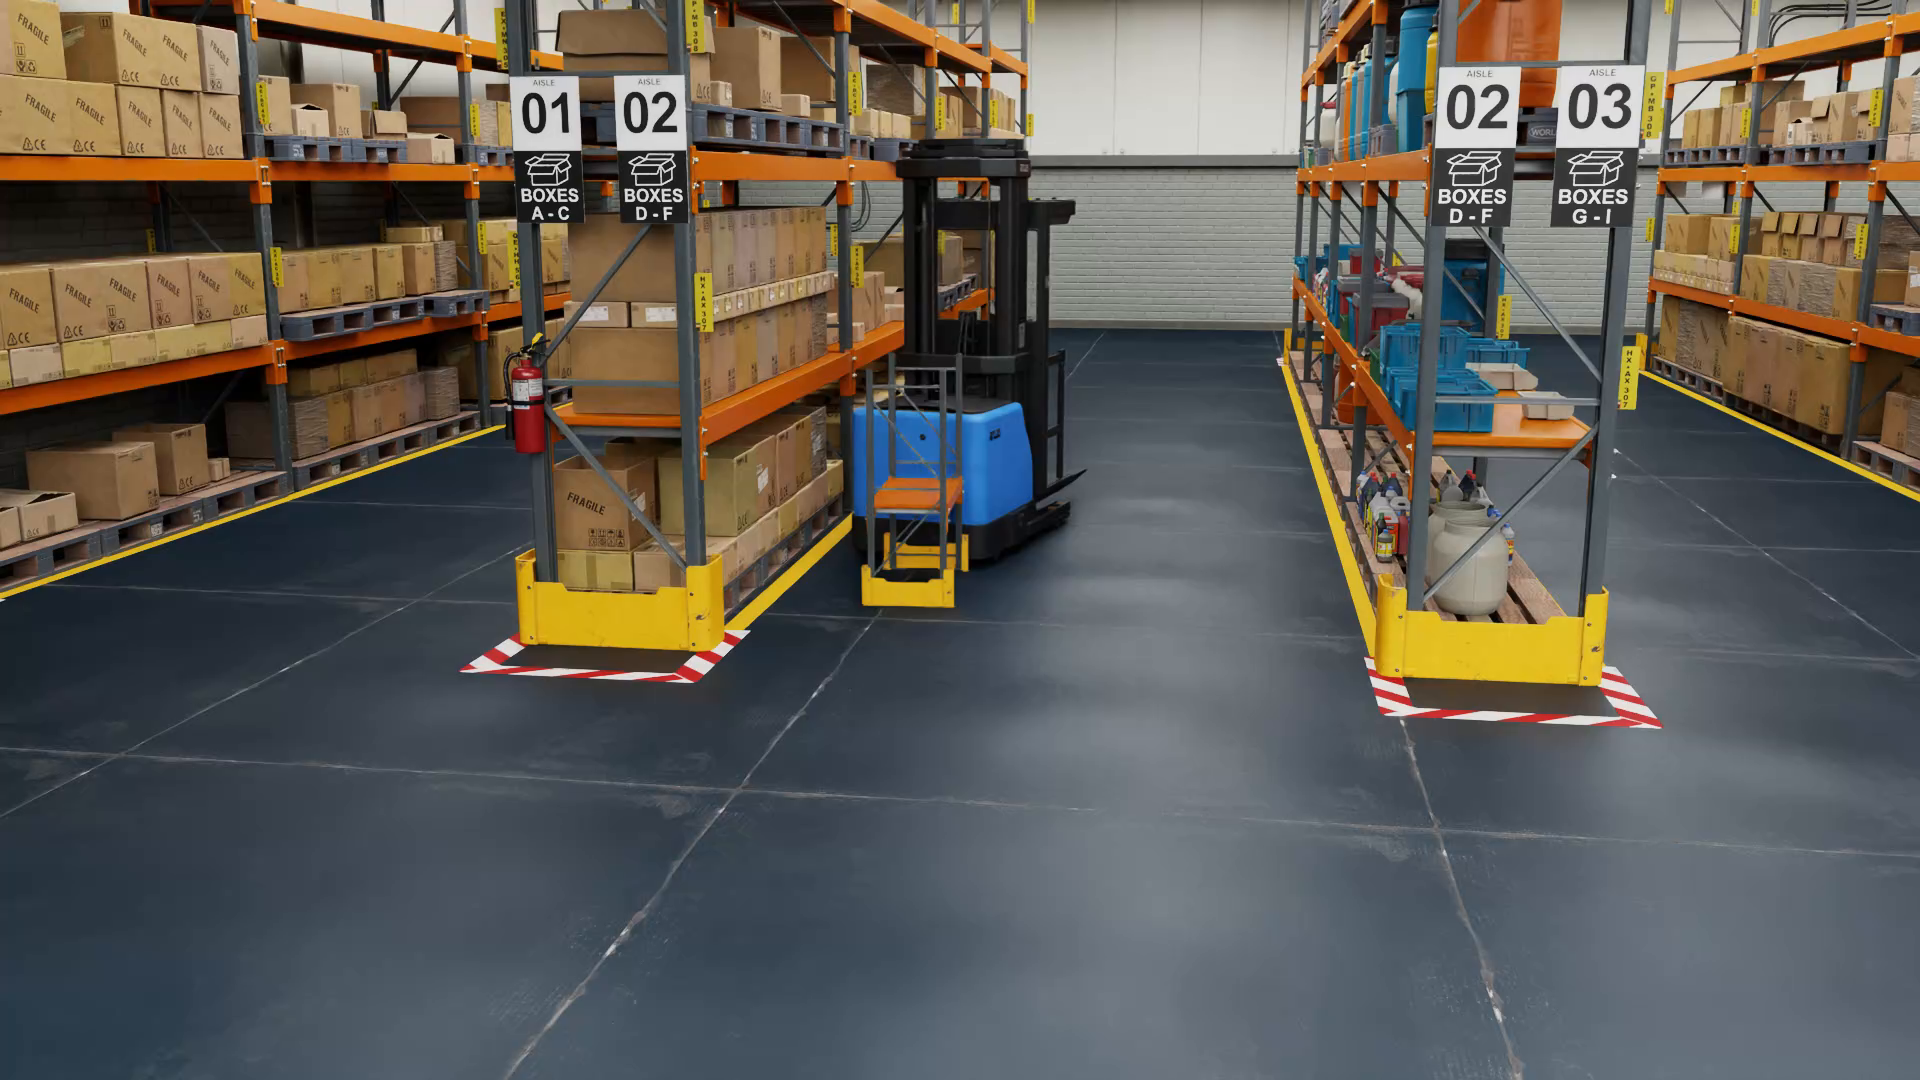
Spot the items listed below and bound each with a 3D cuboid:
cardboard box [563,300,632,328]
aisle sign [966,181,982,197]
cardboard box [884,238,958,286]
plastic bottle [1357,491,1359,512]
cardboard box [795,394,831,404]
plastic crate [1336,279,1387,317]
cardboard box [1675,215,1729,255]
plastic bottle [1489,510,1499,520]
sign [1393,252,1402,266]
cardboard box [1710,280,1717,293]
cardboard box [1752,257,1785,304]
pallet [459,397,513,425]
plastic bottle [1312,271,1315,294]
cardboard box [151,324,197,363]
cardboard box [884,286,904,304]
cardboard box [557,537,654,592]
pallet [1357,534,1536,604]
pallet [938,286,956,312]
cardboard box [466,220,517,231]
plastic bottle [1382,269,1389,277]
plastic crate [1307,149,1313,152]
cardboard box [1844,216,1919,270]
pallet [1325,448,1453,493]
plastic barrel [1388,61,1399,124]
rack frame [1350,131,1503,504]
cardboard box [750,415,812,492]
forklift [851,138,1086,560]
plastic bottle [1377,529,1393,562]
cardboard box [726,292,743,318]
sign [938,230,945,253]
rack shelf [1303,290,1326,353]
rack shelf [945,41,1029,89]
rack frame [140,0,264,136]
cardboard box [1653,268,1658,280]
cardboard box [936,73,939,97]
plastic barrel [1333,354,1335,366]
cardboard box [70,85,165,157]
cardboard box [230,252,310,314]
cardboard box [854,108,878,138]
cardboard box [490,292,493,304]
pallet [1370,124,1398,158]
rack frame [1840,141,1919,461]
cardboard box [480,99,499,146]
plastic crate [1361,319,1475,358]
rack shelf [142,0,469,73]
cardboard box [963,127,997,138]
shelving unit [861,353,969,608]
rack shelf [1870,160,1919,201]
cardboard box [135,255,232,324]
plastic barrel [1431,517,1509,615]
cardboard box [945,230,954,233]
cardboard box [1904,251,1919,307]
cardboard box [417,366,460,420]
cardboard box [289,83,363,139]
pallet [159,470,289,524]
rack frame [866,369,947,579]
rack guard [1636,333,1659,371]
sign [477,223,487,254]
[{"bbox_3d":[-2.107,-1.336,9.796,0.380,0.149,0.250,2,12,8],"label":"cardboard box"},{"bbox_3d":[0.203,-5.510,24.768,0.394,0.787,0.004,2,12,9],"label":"aisle sign"},{"bbox_3d":[-0.433,-3.123,18.629,0.700,0.500,0.500,4,13,19],"label":"cardboard box"},{"bbox_3d":[3.018,-0.308,12.402,0.097,0.201,0.097,0,12,0],"label":"plastic bottle"},{"bbox_3d":[-1.431,-1.158,14.946,0.500,0.311,0.500,2,12,8],"label":"cardboard box"},{"bbox_3d":[3.596,-2.093,14.934,0.402,0.464,0.583,2,12,9],"label":"plastic crate"},{"bbox_3d":[9.780,-4.029,21.937,0.500,0.500,0.500,2,12,7],"label":"cardboard box"},{"bbox_3d":[3.571,-0.064,11.102,0.097,0.271,0.097,0,12,0],"label":"plastic bottle"},{"bbox_3d":[5.305,-3.338,20.206,0.100,0.325,0.005,2,12,9],"label":"sign"},{"bbox_3d":[9.458,-3.119,20.442,0.380,0.149,0.250,2,12,8],"label":"cardboard box"},{"bbox_3d":[9.261,-2.917,18.672,0.500,0.500,0.500,2,12,9],"label":"cardboard box"},{"bbox_3d":[-5.447,-1.508,18.989,1.003,0.211,1.213,2,12,9],"label":"pallet"},{"bbox_3d":[4.284,-3.102,20.042,0.061,0.283,0.133,2,12,9],"label":"plastic bottle"},{"bbox_3d":[-6.178,-1.496,12.624,0.500,0.250,0.500,2,12,8],"label":"cardboard box"},{"bbox_3d":[-0.846,-2.432,16.869,0.500,0.311,0.500,3,12,12],"label":"cardboard box"},{"bbox_3d":[-2.187,0.133,10.285,0.500,0.250,0.500,2,12,9],"label":"cardboard box"},{"bbox_3d":[3.202,0.201,11.062,1.003,0.211,1.213,2,12,9],"label":"pallet"},{"bbox_3d":[-0.712,-2.599,17.890,1.213,0.211,1.003,2,12,9],"label":"pallet"},{"bbox_3d":[-5.236,-3.478,18.741,0.500,0.250,0.500,2,12,8],"label":"cardboard box"},{"bbox_3d":[4.915,-2.957,19.209,0.144,0.351,0.185,2,12,9],"label":"plastic bottle"},{"bbox_3d":[4.586,-4.805,20.949,0.416,0.233,0.300,2,12,9],"label":"plastic crate"},{"bbox_3d":[9.169,-2.919,16.299,0.797,0.503,0.637,2,12,11],"label":"cardboard box"},{"bbox_3d":[3.799,-0.612,14.832,1.003,0.211,1.213,2,12,9],"label":"pallet"},{"bbox_3d":[3.271,-3.199,11.834,0.421,0.512,0.421,0,12,0],"label":"plastic barrel"},{"bbox_3d":[3.531,-1.556,12.592,1.000,3.000,0.127,2,12,9],"label":"rack frame"},{"bbox_3d":[-1.379,-0.633,12.061,0.500,0.500,0.500,2,12,9],"label":"cardboard box"},{"bbox_3d":[0.228,-1.558,12.764,1.130,2.935,3.031,5,13,21],"label":"forklift"},{"bbox_3d":[2.765,0.033,10.817,0.097,0.201,0.097,0,12,0],"label":"plastic bottle"},{"bbox_3d":[-1.586,-1.484,10.484,0.380,0.149,0.250,2,12,8],"label":"cardboard box"},{"bbox_3d":[-0.198,-3.098,17.002,0.100,0.325,0.005,2,12,9],"label":"sign"},{"bbox_3d":[4.454,-2.453,18.464,1.077,0.370,4.000,2,12,9],"label":"rack shelf"},{"bbox_3d":[0.175,-6.378,22.444,1.077,0.370,4.000,2,12,9],"label":"rack shelf"},{"bbox_3d":[-6.258,-4.809,13.450,1.000,3.000,0.127,2,12,9],"label":"rack frame"},{"bbox_3d":[9.890,-3.707,23.172,0.380,0.149,0.250,2,12,9],"label":"cardboard box"},{"bbox_3d":[-0.517,-4.857,18.178,0.500,0.500,0.500,2,12,9],"label":"cardboard box"},{"bbox_3d":[4.377,-1.835,18.799,0.421,0.512,0.421,0,12,0],"label":"plastic barrel"},{"bbox_3d":[-6.229,-3.067,12.201,0.500,0.500,0.500,1,12,6],"label":"cardboard box"},{"bbox_3d":[-6.146,-2.246,14.511,0.700,0.500,0.500,2,12,9],"label":"cardboard box"},{"bbox_3d":[-1.008,-3.711,14.834,0.500,0.250,0.500,1,12,4],"label":"cardboard box"},{"bbox_3d":[-5.363,-2.657,18.253,0.380,0.149,0.250,2,12,8],"label":"cardboard box"},{"bbox_3d":[3.517,-2.776,11.584,1.213,0.211,1.003,2,12,9],"label":"pallet"},{"bbox_3d":[9.040,-2.228,15.711,1.000,3.000,0.127,2,12,9],"label":"rack frame"},{"bbox_3d":[-5.595,-4.654,18.569,0.700,0.500,0.500,1,12,6],"label":"cardboard box"},{"bbox_3d":[3.325,-1.421,12.112,0.767,0.338,0.504,2,12,9],"label":"plastic crate"},{"bbox_3d":[-5.950,-4.679,15.499,1.077,0.370,4.000,2,12,9],"label":"rack shelf"},{"bbox_3d":[0.188,-5.113,21.147,0.500,0.250,0.500,2,12,9],"label":"cardboard box"},{"bbox_3d":[-0.283,-0.422,10.892,0.587,1.500,1.083,1,12,5],"label":"shelving unit"},{"bbox_3d":[8.733,-2.926,13.539,1.077,0.370,4.000,2,12,9],"label":"rack shelf"},{"bbox_3d":[-6.096,-1.967,13.030,0.500,0.500,0.500,2,12,8],"label":"cardboard box"},{"bbox_3d":[2.942,0.148,9.594,0.421,0.512,0.421,0,12,0],"label":"plastic barrel"},{"bbox_3d":[-0.310,-4.034,21.479,0.500,0.500,0.500,2,12,9],"label":"cardboard box"},{"bbox_3d":[8.997,-2.368,15.129,0.500,0.500,0.500,0,12,2],"label":"cardboard box"},{"bbox_3d":[-5.702,-1.551,17.459,0.700,0.500,0.500,2,12,9],"label":"cardboard box"},{"bbox_3d":[-5.905,-3.965,15.418,0.500,0.500,0.500,1,12,7],"label":"cardboard box"},{"bbox_3d":[-6.326,-0.373,13.721,1.003,0.211,1.213,2,12,9],"label":"pallet"},{"bbox_3d":[-0.332,-0.314,10.389,0.500,1.500,0.032,1,12,5],"label":"rack frame"},{"bbox_3d":[10.275,-2.676,23.725,1.175,0.500,0.348,2,12,9],"label":"rack guard"},{"bbox_3d":[-5.105,-3.221,17.759,0.100,0.325,0.005,2,12,9],"label":"sign"}]
